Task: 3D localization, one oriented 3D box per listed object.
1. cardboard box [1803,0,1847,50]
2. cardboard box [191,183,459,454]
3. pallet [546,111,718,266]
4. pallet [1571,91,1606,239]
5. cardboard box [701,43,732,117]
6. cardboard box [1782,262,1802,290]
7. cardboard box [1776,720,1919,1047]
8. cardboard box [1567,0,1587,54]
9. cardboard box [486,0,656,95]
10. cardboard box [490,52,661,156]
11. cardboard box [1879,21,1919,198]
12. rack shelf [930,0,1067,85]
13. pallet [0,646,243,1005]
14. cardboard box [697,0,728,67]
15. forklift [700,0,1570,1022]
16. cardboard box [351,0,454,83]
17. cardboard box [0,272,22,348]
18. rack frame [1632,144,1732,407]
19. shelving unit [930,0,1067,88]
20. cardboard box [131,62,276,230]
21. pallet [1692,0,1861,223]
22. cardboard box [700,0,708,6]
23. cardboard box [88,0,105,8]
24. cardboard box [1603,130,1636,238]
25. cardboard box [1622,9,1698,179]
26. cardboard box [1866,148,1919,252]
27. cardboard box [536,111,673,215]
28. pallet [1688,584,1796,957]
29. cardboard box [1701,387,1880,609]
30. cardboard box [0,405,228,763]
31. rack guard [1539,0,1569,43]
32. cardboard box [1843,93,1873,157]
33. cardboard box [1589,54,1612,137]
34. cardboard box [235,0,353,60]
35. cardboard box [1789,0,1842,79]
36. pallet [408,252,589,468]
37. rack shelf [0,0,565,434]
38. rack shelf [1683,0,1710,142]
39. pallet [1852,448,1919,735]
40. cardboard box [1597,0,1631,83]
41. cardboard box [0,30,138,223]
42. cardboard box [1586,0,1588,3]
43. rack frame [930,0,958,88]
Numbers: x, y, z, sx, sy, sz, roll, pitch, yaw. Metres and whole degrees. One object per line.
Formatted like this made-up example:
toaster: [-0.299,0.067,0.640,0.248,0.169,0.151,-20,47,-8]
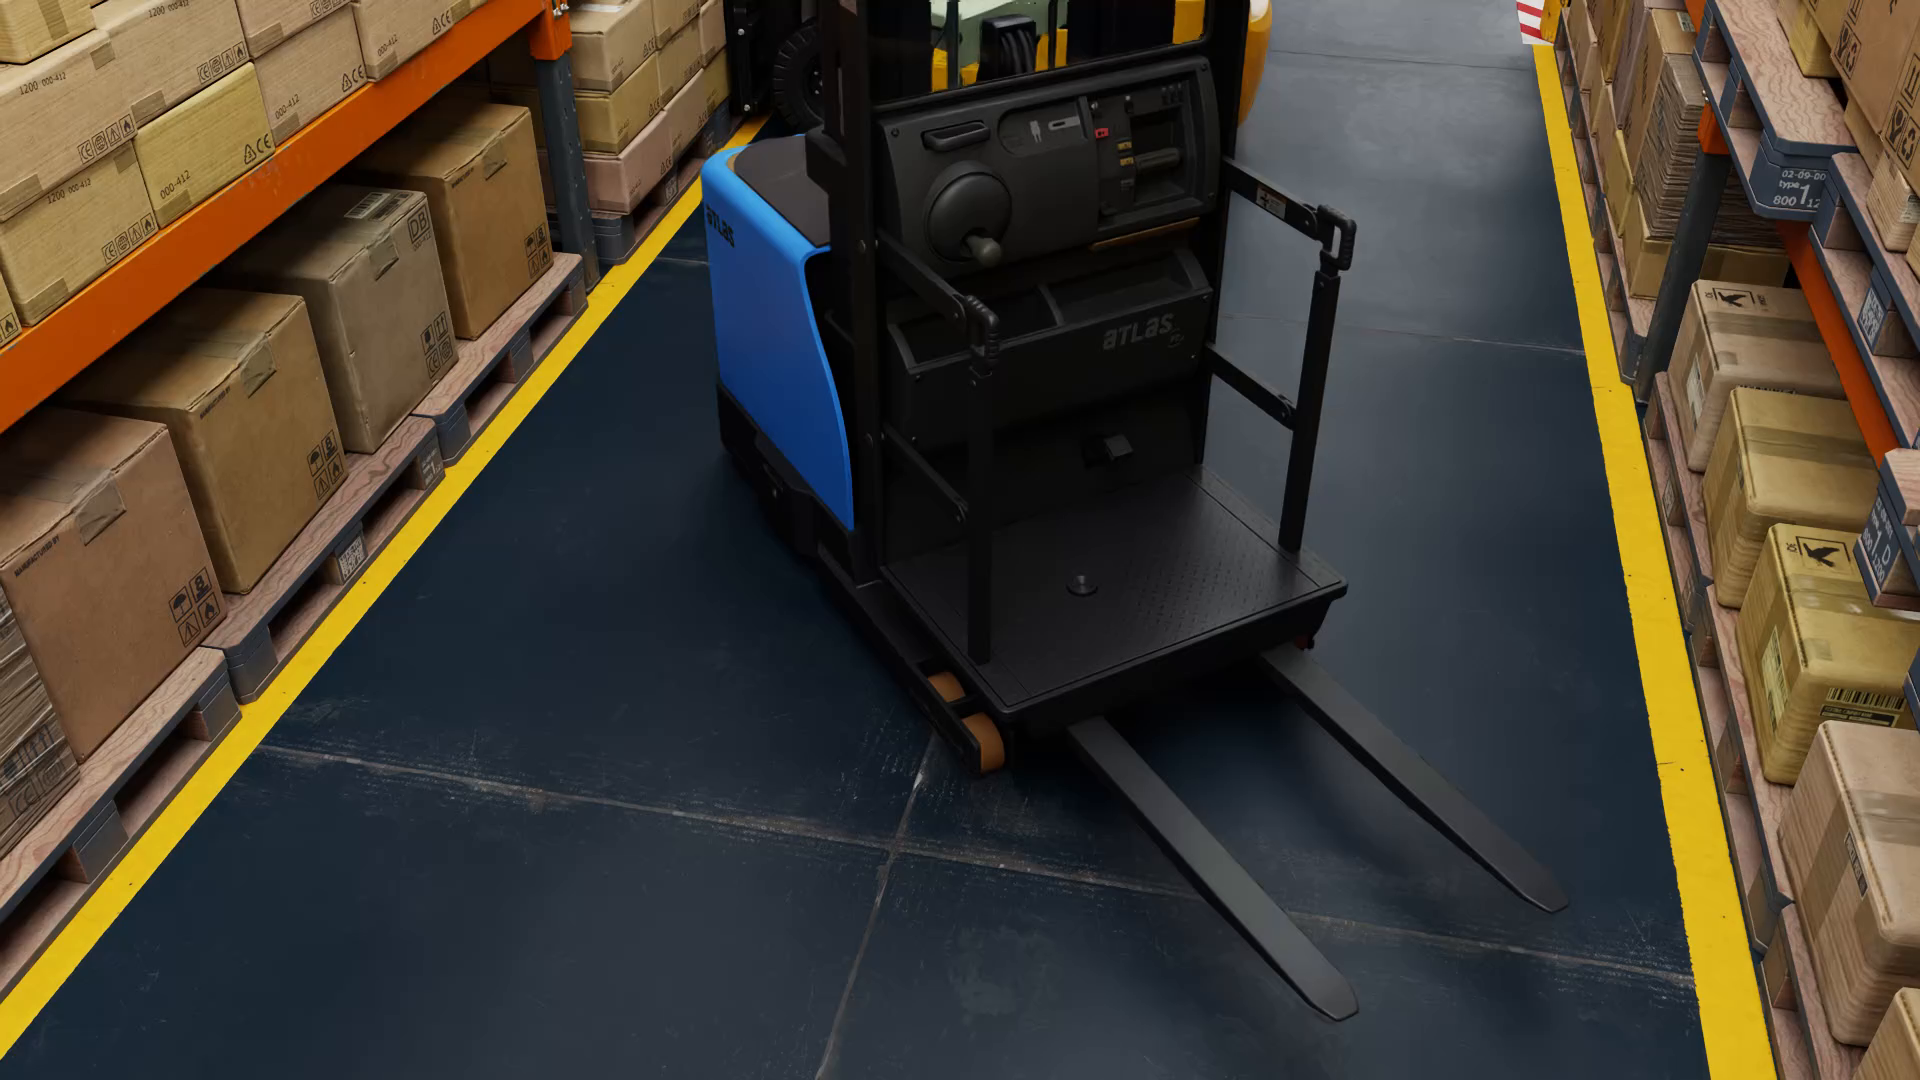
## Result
cardboard box: [2.418,-1.477,4.036,0.500,0.500,0.500,7,37,10]
cardboard box: [-2.219,-0.750,5.395,0.875,0.625,0.625,7,37,9]
pallet: [-1.735,-1.608,7.289,1.003,0.211,1.213,7,37,10]
pallet: [3.272,-1.628,7.317,1.003,0.211,1.213,7,37,10]
cardboard box: [-1.331,-2.168,7.671,0.500,0.250,0.500,8,37,11]
cardboard box: [3.294,-1.027,6.097,0.500,0.250,0.500,6,36,8]
cardboard box: [2.330,0.774,3.507,0.950,0.372,0.625,7,36,9]
cardboard box: [3.316,-2.588,8.251,0.500,0.250,0.500,7,37,10]
cardboard box: [-1.536,-1.986,6.567,0.500,0.250,0.500,7,36,9]
cardboard box: [-1.541,-1.784,6.715,0.500,0.250,0.500,7,37,10]
cardboard box: [2.200,-0.900,3.239,0.500,0.500,0.500,6,36,8]
rack shelf: [0.074,-1.772,5.752,0.431,0.370,0.720,27,44,32]
pallet: [-2.586,0.669,4.147,1.003,0.211,1.213,7,37,10]
cardboard box: [-1.316,-2.360,7.509,0.500,0.250,0.500,7,37,10]
forklift: [0.350,-0.871,3.954,1.130,2.935,3.031,-18,40,-23]
cardboard box: [-1.900,-1.615,5.050,0.500,0.250,0.500,7,37,10]
cardboard box: [-2.354,-0.444,3.434,0.500,0.250,0.500,7,36,9]
rack frame: [2.904,-1.666,4.993,1.000,3.000,0.127,7,37,10]
shelving unit: [0.074,-1.456,5.981,0.431,1.500,0.755,27,44,32]
cardboard box: [-2.138,-1.037,4.253,0.500,0.250,0.500,8,37,11]
pallet: [2.599,-1.169,4.470,1.003,0.211,1.213,7,37,10]
cardboard box: [-1.321,-2.564,7.366,0.500,0.250,0.500,9,37,12]
cardboard box: [-2.217,-1.345,3.911,0.380,0.149,0.250,7,37,10]
cardboard box: [2.872,-1.402,6.614,0.500,0.250,0.500,6,36,9]
cardboard box: [2.876,-1.691,6.374,0.500,0.500,0.500,8,37,11]
cardboard box: [2.172,-0.714,3.535,0.380,0.149,0.250,9,37,12]
cardboard box: [-1.519,-1.579,6.858,0.500,0.250,0.500,8,37,10]
pallet: [2.481,0.611,4.227,1.003,0.211,1.213,7,37,10]
cardboard box: [2.645,-0.059,4.656,0.950,0.372,0.625,10,37,13]
cardboard box: [-2.521,0.067,4.267,0.875,0.625,0.625,8,37,11]
rack guard: [3.743,-2.904,8.831,1.175,0.500,0.348,7,37,10]
cardboard box: [2.334,-1.001,3.931,0.380,0.149,0.250,8,37,11]
cardboard box: [3.096,-1.982,7.414,0.500,0.250,0.500,10,37,13]
cardboard box: [-2.018,-1.526,4.502,0.500,0.250,0.500,8,37,11]
cardboard box: [2.416,-1.315,4.365,0.380,0.149,0.250,8,37,11]
pallet: [-2.065,-0.730,6.077,1.003,0.211,1.213,7,37,10]
rack shelf: [-2.373,-0.848,4.478,1.077,0.370,4.000,7,37,10]
rack shelf: [3.332,-2.522,6.786,1.077,0.370,4.000,7,37,10]
pallet: [2.098,0.283,2.467,1.213,0.211,1.003,7,37,10]
cardboard box: [3.089,-2.292,7.202,0.500,0.500,0.500,8,37,11]
cardboard box: [-2.229,-0.943,3.697,0.500,0.250,0.500,6,36,9]
cardboard box: [3.312,-2.878,8.012,0.500,0.500,0.500,6,36,8]
rack frame: [-0.165,-1.294,5.757,0.400,1.500,0.023,27,44,32]
